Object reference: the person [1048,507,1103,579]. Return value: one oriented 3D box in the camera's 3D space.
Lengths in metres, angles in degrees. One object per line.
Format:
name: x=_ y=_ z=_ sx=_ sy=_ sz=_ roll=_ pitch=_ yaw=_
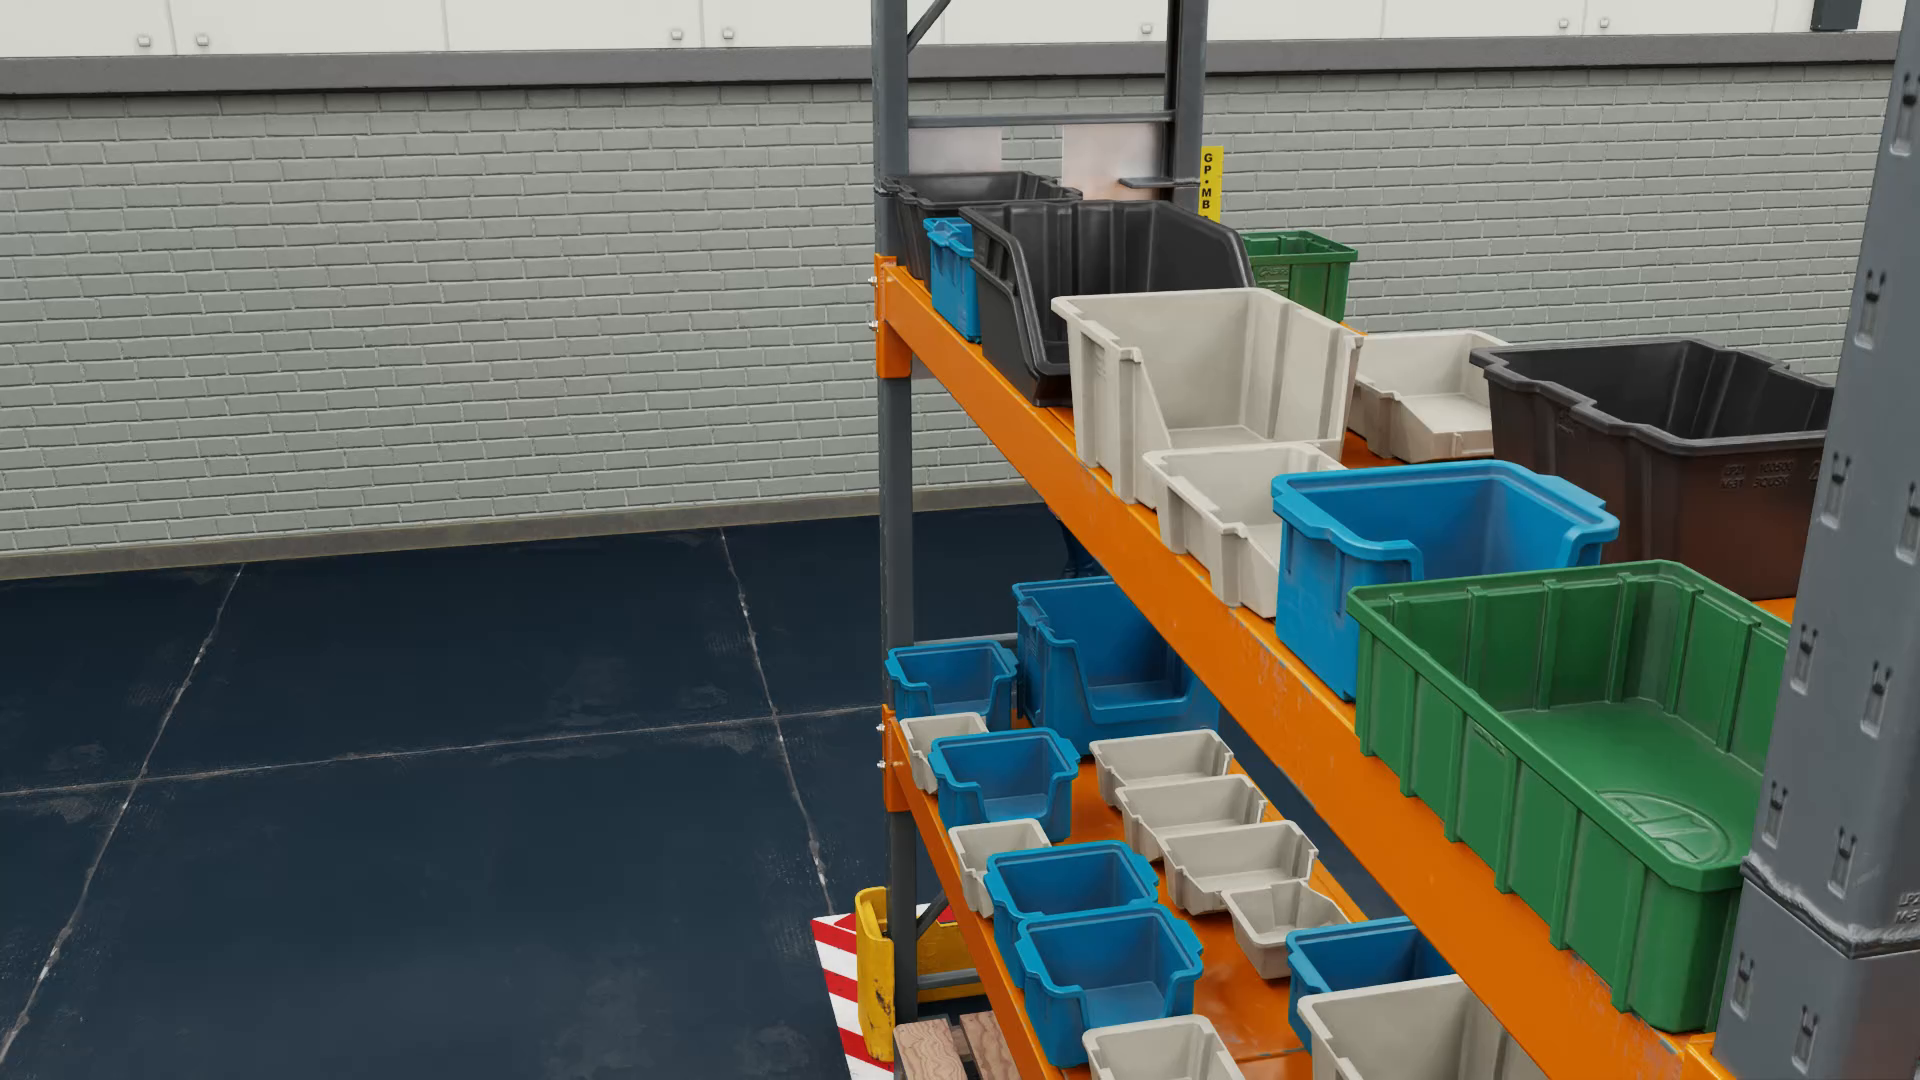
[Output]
person: x=0.657 y=-0.070 z=9.077 sx=0.337 sy=1.392 sz=0.483 roll=-5 pitch=21 yaw=-15
